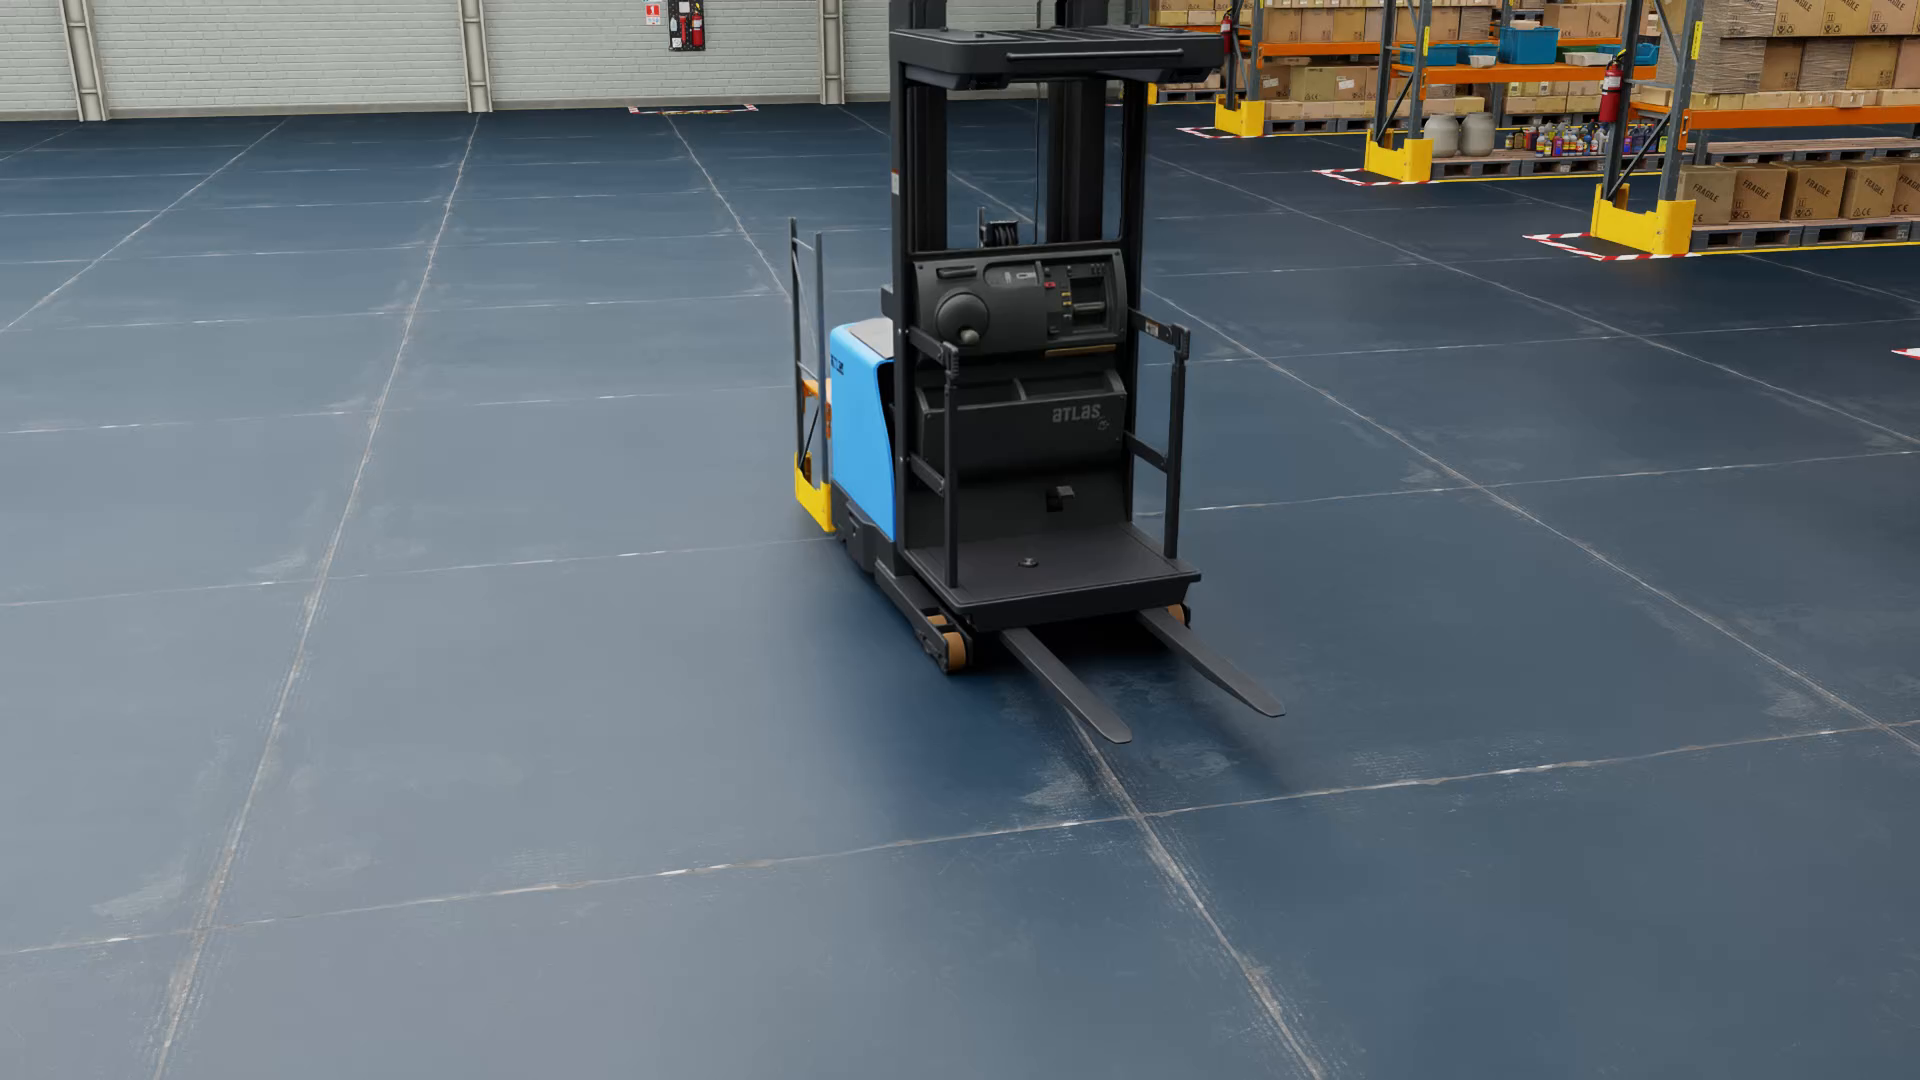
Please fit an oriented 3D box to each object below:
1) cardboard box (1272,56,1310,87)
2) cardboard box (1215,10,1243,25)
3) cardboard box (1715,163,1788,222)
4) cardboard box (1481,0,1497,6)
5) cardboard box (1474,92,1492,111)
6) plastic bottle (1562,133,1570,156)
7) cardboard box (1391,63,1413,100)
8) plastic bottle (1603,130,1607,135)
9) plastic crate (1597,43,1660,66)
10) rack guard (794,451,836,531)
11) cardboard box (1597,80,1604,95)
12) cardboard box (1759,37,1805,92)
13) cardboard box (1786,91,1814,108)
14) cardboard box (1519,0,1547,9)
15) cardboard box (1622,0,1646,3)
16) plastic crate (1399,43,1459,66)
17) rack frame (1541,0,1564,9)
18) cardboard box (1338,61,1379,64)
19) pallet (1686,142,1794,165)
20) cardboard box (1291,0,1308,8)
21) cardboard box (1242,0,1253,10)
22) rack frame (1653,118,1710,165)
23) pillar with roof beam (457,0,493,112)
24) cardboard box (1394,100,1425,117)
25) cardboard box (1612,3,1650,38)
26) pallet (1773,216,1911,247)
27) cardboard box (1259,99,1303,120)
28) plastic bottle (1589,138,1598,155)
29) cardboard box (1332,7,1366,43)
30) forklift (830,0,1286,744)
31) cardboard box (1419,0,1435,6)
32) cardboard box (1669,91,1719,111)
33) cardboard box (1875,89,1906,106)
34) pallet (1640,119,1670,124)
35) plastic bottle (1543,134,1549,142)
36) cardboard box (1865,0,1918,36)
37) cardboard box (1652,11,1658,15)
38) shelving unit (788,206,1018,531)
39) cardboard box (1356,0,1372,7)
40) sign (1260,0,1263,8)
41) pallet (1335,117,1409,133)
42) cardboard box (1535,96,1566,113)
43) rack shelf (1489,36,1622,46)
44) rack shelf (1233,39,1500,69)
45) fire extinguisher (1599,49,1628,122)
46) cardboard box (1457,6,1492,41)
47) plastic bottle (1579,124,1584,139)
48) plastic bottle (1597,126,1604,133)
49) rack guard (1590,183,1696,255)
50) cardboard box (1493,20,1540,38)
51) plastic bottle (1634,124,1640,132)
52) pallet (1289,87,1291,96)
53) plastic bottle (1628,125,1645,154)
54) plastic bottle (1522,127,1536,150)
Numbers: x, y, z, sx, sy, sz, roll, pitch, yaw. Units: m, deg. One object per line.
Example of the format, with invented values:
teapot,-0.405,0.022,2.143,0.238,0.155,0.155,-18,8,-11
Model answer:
cardboard box,5.992,-8.511,30.183,0.500,0.500,0.500,-6,21,-17
cardboard box,4.647,-9.213,29.293,0.500,0.250,0.500,-5,21,-13
cardboard box,7.705,-3.409,16.284,0.500,0.500,0.500,1,20,2
cardboard box,7.921,-8.174,25.180,0.250,0.149,0.380,-5,21,-13
cardboard box,8.473,-6.952,26.319,0.500,0.250,0.500,-5,21,-13
plastic bottle,7.550,-4.933,20.747,0.097,0.271,0.097,0,20,0
cardboard box,6.760,-6.988,25.327,0.500,0.500,0.500,-5,21,-12
plastic bottle,8.163,-5.033,21.002,0.133,0.283,0.061,-5,21,-12
plastic crate,8.258,-6.009,20.575,0.616,0.251,0.499,-5,21,-12
rack guard,-0.746,-0.260,8.661,0.087,0.250,0.587,-7,21,-19
cardboard box,10.092,-7.157,26.063,0.500,0.311,0.500,-4,21,-11
cardboard box,7.520,-4.584,15.889,0.500,0.500,0.875,-5,21,-12
cardboard box,7.830,-4.180,15.731,0.250,0.149,0.380,-5,21,-12
cardboard box,10.430,-10.103,30.750,0.500,0.500,0.700,-7,21,-19
cardboard box,12.412,-10.117,30.964,0.500,0.500,0.500,-5,21,-13
plastic crate,5.798,-6.011,20.579,0.616,0.251,0.499,-5,21,-12
rack frame,10.886,-9.890,30.954,0.127,3.000,1.000,-5,21,-12
cardboard box,6.154,-7.123,25.695,0.500,0.500,0.500,-5,21,-12
pallet,10.028,-5.023,21.721,1.213,0.211,1.003,-5,21,-12
cardboard box,4.931,-7.932,24.518,0.250,0.149,0.380,-5,21,-14
cardboard box,5.121,-9.605,29.273,0.500,0.500,0.500,-4,20,-11
rack frame,9.273,-6.258,21.037,0.127,3.000,1.000,-5,21,-12
pillar with roof beam,-7.105,-10.028,22.608,0.400,9.000,9.100,-5,21,-12
cardboard box,6.763,-6.631,25.444,0.500,0.250,0.500,-5,21,-12
cardboard box,10.400,-8.141,26.033,0.500,0.500,0.500,-6,21,-15
pallet,8.577,-3.128,16.546,1.213,0.211,1.003,-5,21,-12
cardboard box,4.817,-6.473,25.013,0.500,0.250,0.500,-5,21,-12
plastic bottle,7.943,-4.932,20.846,0.097,0.201,0.097,0,20,0
cardboard box,5.695,-7.760,24.991,0.500,0.500,0.700,-5,21,-12
forklift,0.337,-0.993,6.763,1.130,2.935,3.031,-7,21,-19
cardboard box,6.930,-8.094,24.962,0.250,0.149,0.380,-5,21,-13
cardboard box,6.852,-4.108,15.533,0.250,0.149,0.380,-5,21,-12
cardboard box,8.808,-4.253,15.928,0.250,0.149,0.380,-5,21,-12
pallet,11.219,-6.871,26.765,1.213,0.211,1.003,-5,21,-12
plastic bottle,7.500,-5.107,21.325,0.097,0.201,0.097,0,20,0
cardboard box,8.577,-5.010,15.600,0.500,0.500,0.500,-5,21,-12
cardboard box,13.007,-9.874,31.245,0.250,0.149,0.380,-4,20,-11
shelving unit,-0.281,-0.908,8.612,1.083,1.500,0.587,-7,21,-19
cardboard box,5.928,-8.013,24.739,0.250,0.149,0.380,-5,21,-13
sign,4.366,-7.857,24.028,0.005,0.325,0.100,-5,21,-12
pallet,6.163,-6.460,25.643,1.213,0.211,1.003,-5,21,-12
cardboard box,9.084,-6.811,25.934,0.500,0.250,0.500,-4,21,-11
rack shelf,10.083,-7.737,26.120,4.000,0.370,1.077,-5,21,-12
rack shelf,6.190,-7.420,25.255,4.000,0.370,1.077,-5,21,-12
fire extinguisher,6.302,-4.392,16.056,0.183,0.674,0.296,-5,21,-12
cardboard box,7.706,-7.926,25.445,0.500,0.500,0.700,-5,21,-14
plastic bottle,8.038,-5.250,21.594,0.133,0.283,0.061,-4,20,-10
plastic bottle,8.278,-5.206,21.493,0.097,0.271,0.097,0,20,0
rack guard,6.594,-3.115,16.093,0.348,0.500,1.175,-5,21,-12
cardboard box,8.605,-7.899,25.736,0.500,0.250,0.500,-3,20,-9
plastic bottle,8.862,-5.305,21.762,0.097,0.271,0.097,0,20,0
pallet,6.347,-8.200,30.392,1.213,0.211,1.003,-5,21,-12
plastic bottle,8.525,-5.058,20.973,0.185,0.351,0.144,-6,21,-15
plastic bottle,7.318,-5.172,21.392,0.135,0.276,0.152,-4,21,-12
